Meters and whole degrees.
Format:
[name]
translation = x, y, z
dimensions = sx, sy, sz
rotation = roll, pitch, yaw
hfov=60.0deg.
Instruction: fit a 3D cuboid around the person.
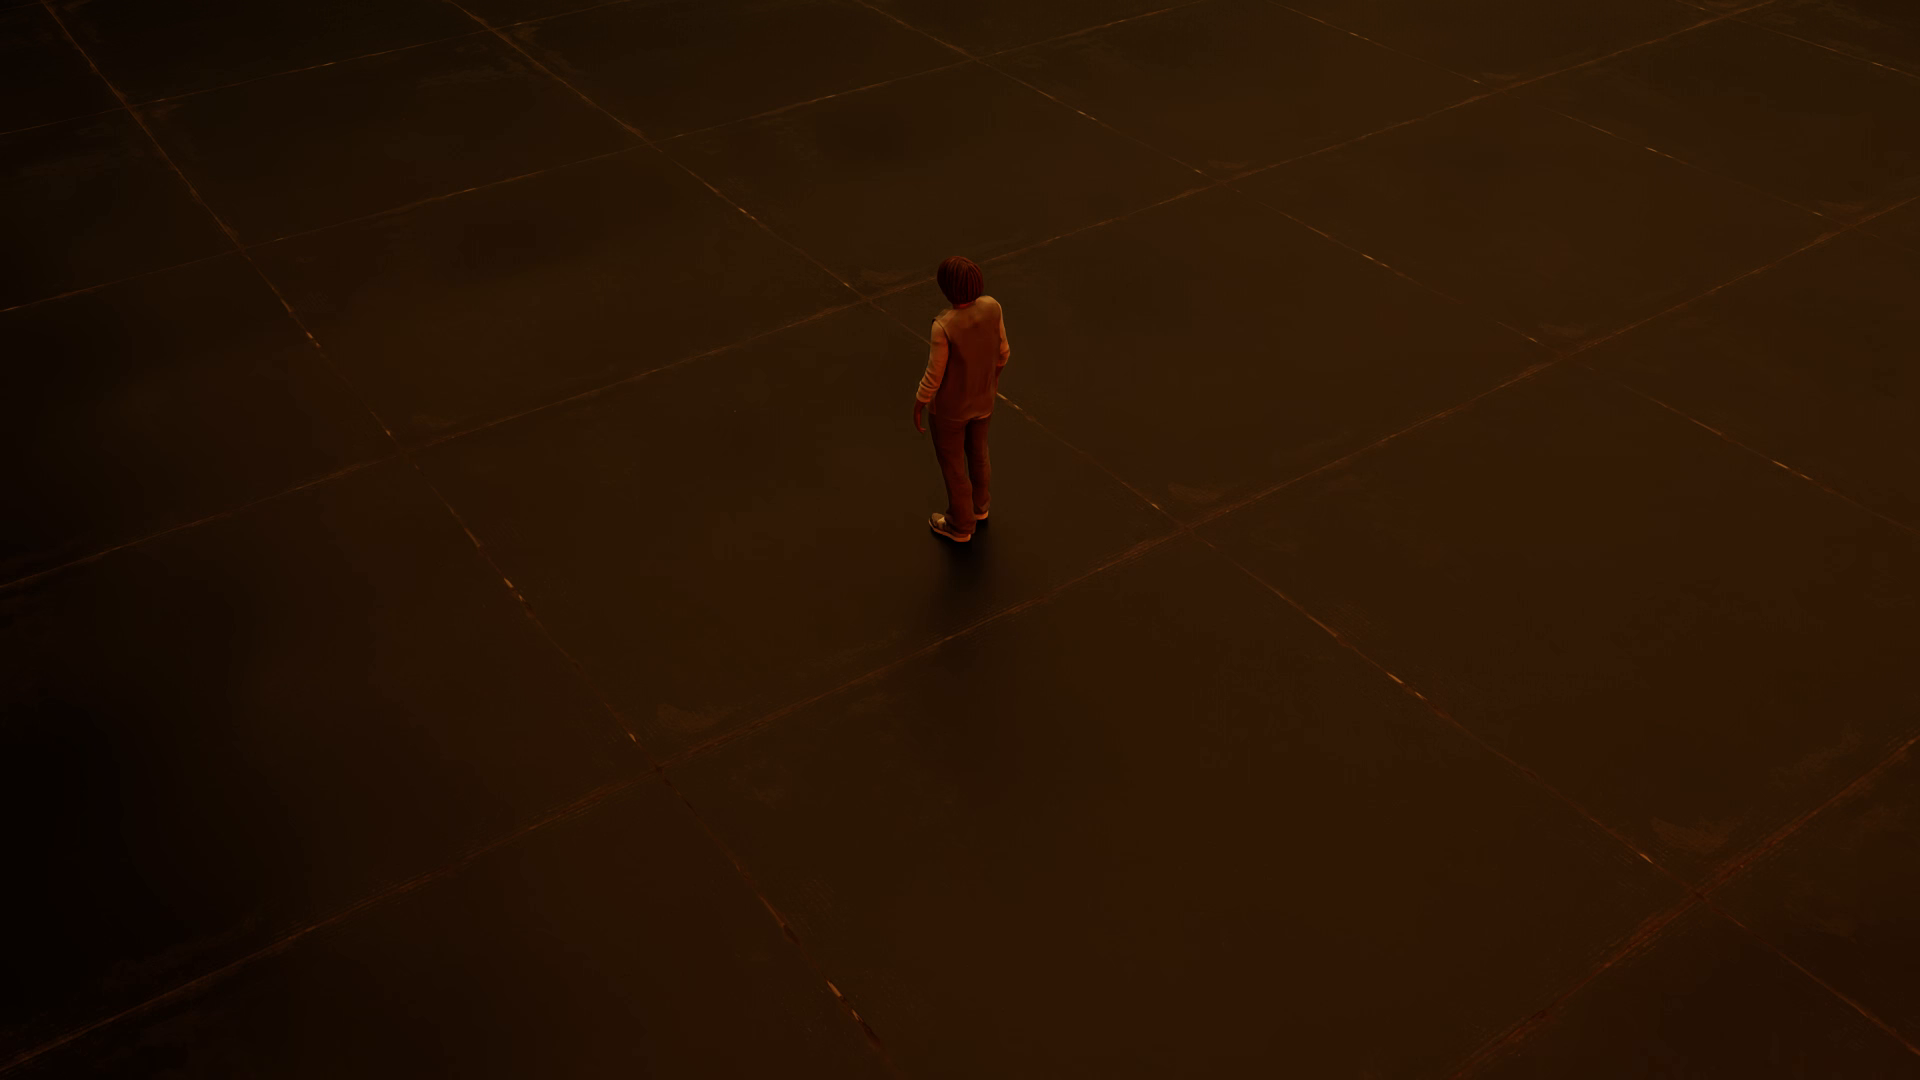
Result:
[person]
translation = -0.031, -0.689, 7.986
dimensions = 0.520, 1.597, 0.475
rotation = -23, 42, -28
